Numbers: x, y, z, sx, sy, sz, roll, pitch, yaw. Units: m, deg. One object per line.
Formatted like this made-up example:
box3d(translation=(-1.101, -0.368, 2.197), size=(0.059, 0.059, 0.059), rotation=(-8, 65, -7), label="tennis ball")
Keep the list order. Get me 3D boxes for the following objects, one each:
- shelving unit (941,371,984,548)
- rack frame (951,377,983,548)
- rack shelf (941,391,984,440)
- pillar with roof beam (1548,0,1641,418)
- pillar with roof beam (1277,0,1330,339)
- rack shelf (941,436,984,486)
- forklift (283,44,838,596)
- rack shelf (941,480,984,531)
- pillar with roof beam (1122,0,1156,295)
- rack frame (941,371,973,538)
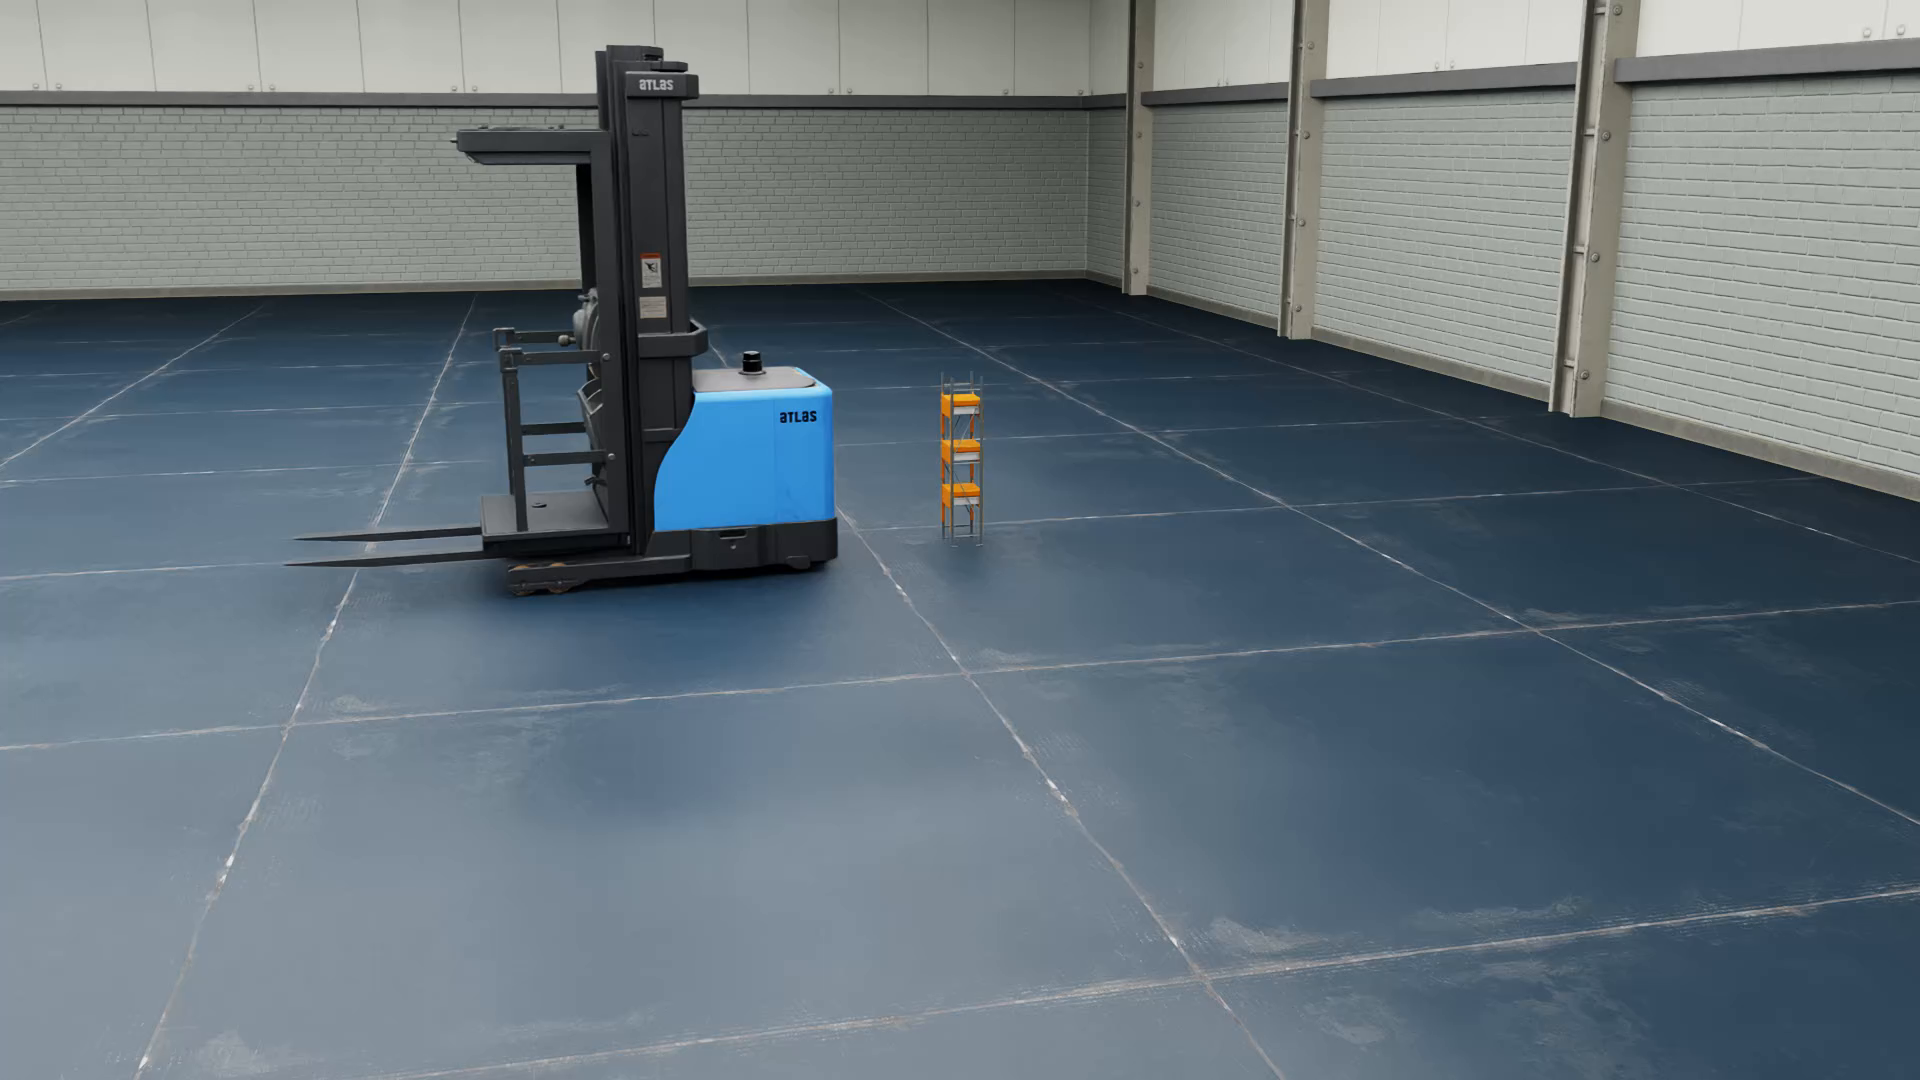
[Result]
box3d(translation=(0.013, -0.498, 10.252), size=(0.215, 1.050, 0.252), rotation=(-3, 14, -13), label="shelving unit")
box3d(translation=(0.041, -0.470, 10.137), size=(0.200, 1.050, 0.008), rotation=(-3, 14, -13), label="rack frame")
box3d(translation=(0.013, -0.763, 10.187), size=(0.215, 0.259, 0.240), rotation=(-3, 14, -13), label="rack shelf")
box3d(translation=(1.420, -5.285, 13.098), size=(9.100, 9.000, 0.400), rotation=(-3, 14, -13), label="pillar with roof beam")
box3d(translation=(0.011, -6.669, 18.764), size=(9.100, 9.000, 0.400), rotation=(-3, 14, -13), label="pillar with roof beam")
box3d(translation=(0.013, -0.487, 10.254), size=(0.215, 0.259, 0.240), rotation=(-3, 14, -13), label="rack shelf")
box3d(translation=(-2.291, -1.256, 9.392), size=(3.031, 2.935, 1.130), rotation=(-4, 14, -16), label="forklift")
box3d(translation=(0.013, -0.217, 10.320), size=(0.215, 0.259, 0.240), rotation=(-3, 14, -13), label="rack shelf")
box3d(translation=(-1.398, -8.053, 24.429), size=(9.100, 9.000, 0.400), rotation=(-3, 14, -13), label="pillar with roof beam")
box3d(translation=(-0.016, -0.526, 10.367), size=(0.200, 1.050, 0.008), rotation=(-3, 14, -13), label="rack frame")
